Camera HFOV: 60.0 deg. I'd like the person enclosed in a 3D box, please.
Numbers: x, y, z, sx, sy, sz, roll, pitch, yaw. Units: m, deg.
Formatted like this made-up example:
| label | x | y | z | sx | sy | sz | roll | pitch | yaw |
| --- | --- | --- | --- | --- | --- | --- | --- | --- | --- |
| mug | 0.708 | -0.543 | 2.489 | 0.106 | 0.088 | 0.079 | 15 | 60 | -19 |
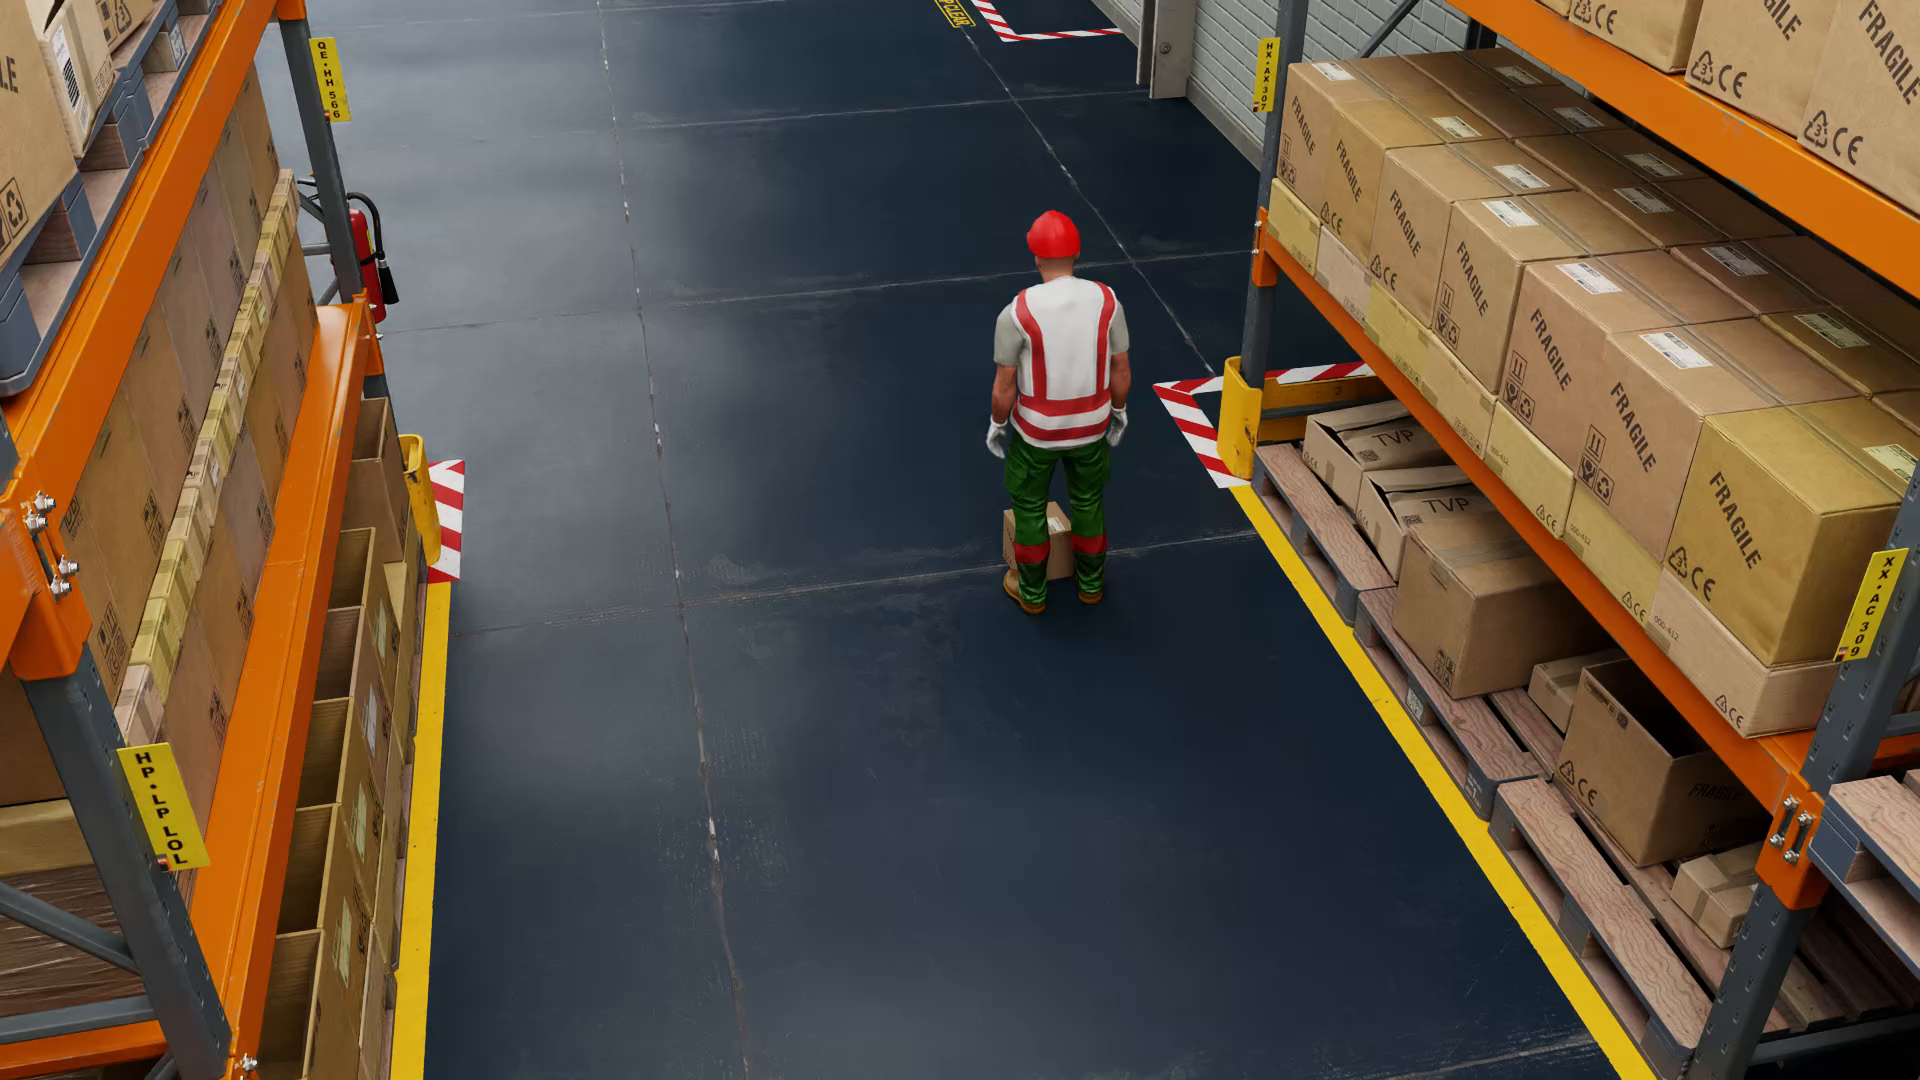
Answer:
| label | x | y | z | sx | sy | sz | roll | pitch | yaw |
| --- | --- | --- | --- | --- | --- | --- | --- | --- | --- |
| person | 0.405 | -0.491 | 6.856 | 0.604 | 1.778 | 0.453 | -7 | 35 | -11 |
